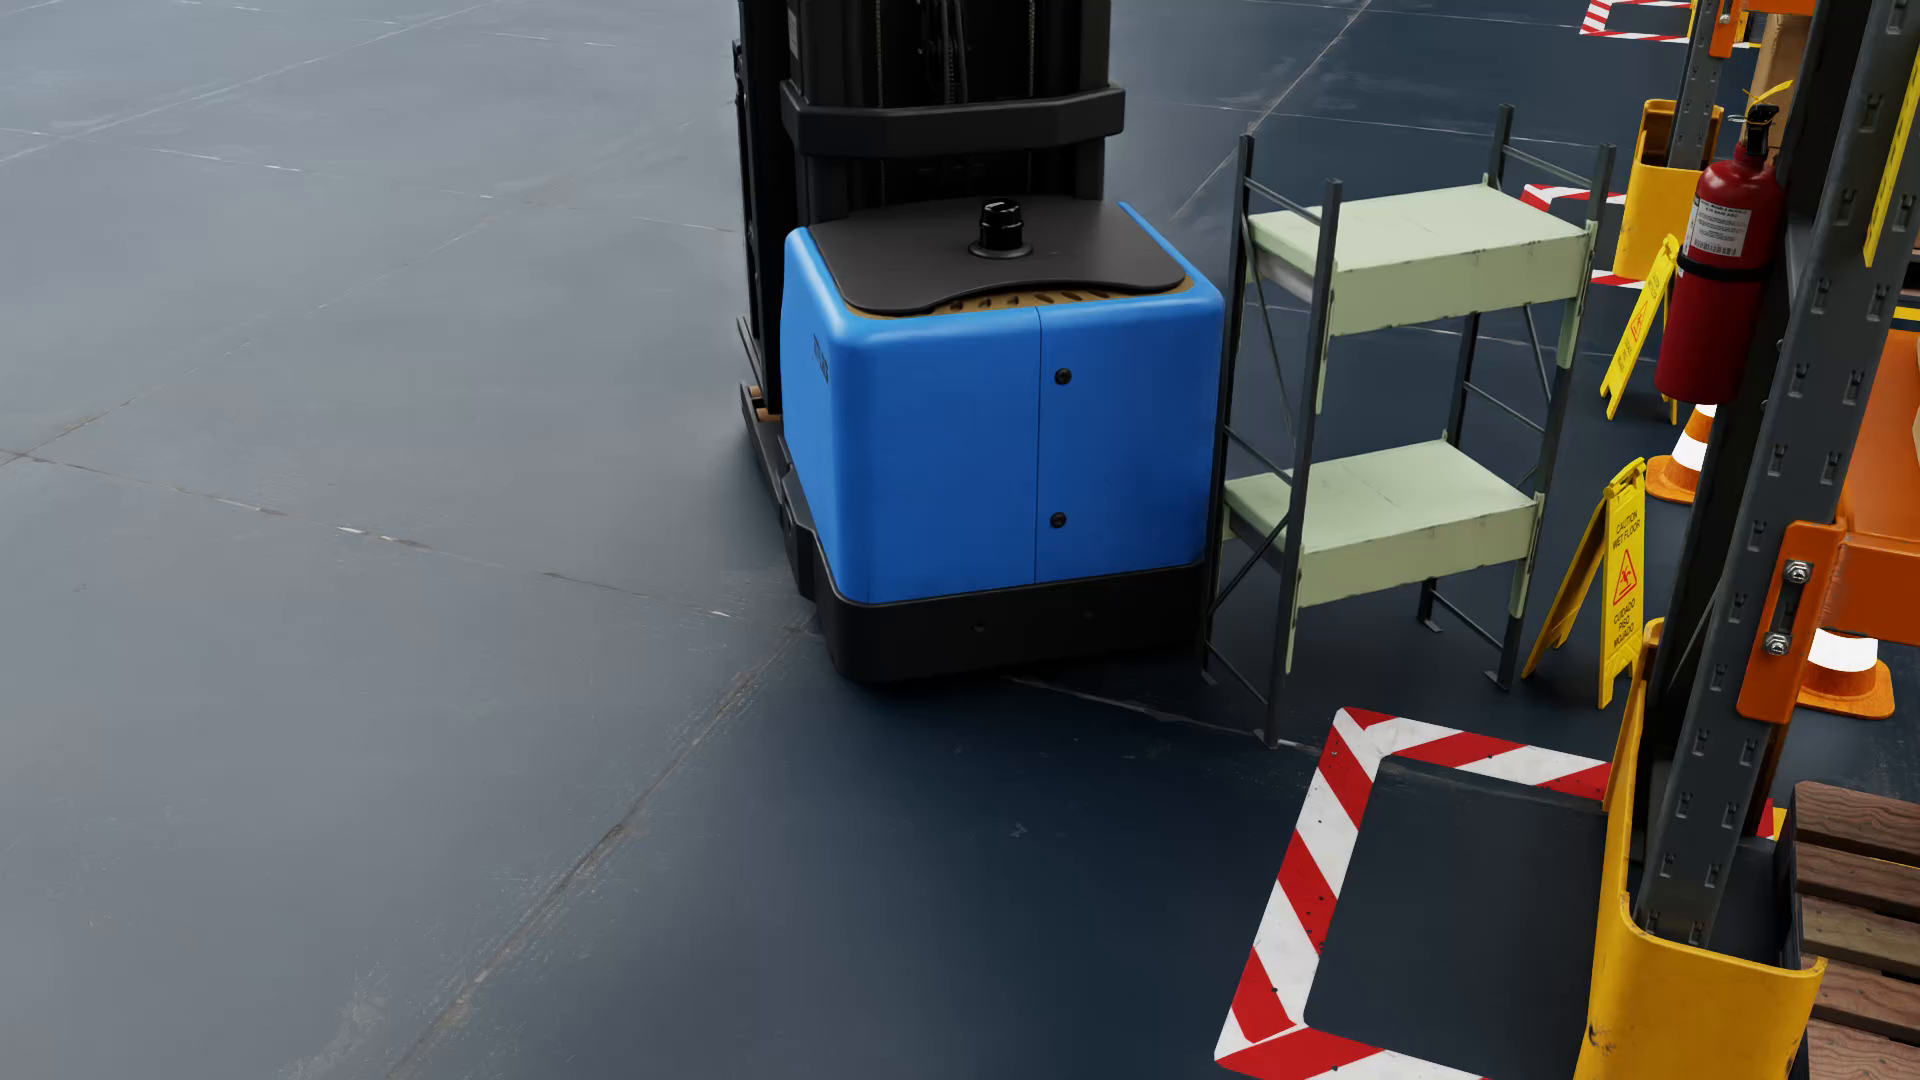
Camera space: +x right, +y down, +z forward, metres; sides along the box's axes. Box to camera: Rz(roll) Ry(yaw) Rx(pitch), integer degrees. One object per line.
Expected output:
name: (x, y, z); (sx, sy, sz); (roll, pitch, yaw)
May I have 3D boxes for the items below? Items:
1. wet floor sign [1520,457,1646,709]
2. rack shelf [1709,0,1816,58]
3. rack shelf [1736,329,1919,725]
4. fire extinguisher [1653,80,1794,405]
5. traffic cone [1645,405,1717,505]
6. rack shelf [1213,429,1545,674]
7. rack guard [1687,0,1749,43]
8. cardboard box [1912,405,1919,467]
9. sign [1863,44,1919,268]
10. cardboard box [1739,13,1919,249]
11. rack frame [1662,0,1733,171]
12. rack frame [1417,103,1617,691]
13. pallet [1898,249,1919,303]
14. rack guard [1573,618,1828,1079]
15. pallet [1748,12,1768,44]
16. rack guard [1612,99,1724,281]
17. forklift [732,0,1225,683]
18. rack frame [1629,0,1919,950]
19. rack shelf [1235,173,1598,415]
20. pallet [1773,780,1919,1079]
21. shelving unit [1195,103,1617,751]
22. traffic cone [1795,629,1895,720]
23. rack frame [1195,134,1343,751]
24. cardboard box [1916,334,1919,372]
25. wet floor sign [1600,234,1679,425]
wet floor sign: (1.718, 0.088, 4.438); (0.232, 0.644, 0.267); (24, 37, 36)
rack shelf: (5.112, -2.006, 6.482); (4.000, 0.370, 1.077); (11, 31, 19)
rack shelf: (3.345, 0.269, 2.456); (4.000, 0.370, 1.077); (11, 31, 19)
fire extinguisher: (1.559, -0.611, 3.362); (0.183, 0.674, 0.296); (11, 31, 19)
traffic cone: (2.477, -0.387, 5.464); (0.334, 0.463, 0.336); (11, 31, 19)
rack shelf: (1.075, 0.016, 4.360); (0.720, 0.370, 0.431); (-11, 31, -19)
rack guard: (5.288, -3.830, 11.518); (0.348, 0.500, 1.175); (11, 31, 19)
cardboard box: (1.729, -0.147, 2.717); (0.250, 0.149, 0.380); (11, 31, 19)
sign: (1.288, -0.543, 2.283); (0.005, 0.325, 0.100); (11, 31, 19)
cardboard box: (3.912, -1.852, 7.211); (0.875, 0.875, 0.875); (11, 31, 19)
rack frame: (3.259, -2.689, 6.960); (0.127, 3.000, 1.000); (11, 31, 19)
rack frame: (1.415, -0.334, 4.317); (0.023, 1.500, 0.400); (-11, 31, -19)
pallet: (4.029, -1.363, 7.447); (1.213, 0.211, 1.003); (11, 31, 19)
rack guard: (1.562, 0.688, 3.524); (0.348, 0.500, 1.175); (11, 31, 19)
pallet: (6.028, -3.538, 11.295); (1.213, 0.211, 1.003); (11, 31, 19)
rack guard: (3.237, -1.606, 7.583); (0.348, 0.500, 1.175); (11, 31, 19)
forklift: (-0.159, -1.606, 5.112); (1.130, 2.935, 3.031); (-7, 30, -12)
rack frame: (1.492, -0.414, 2.934); (0.127, 3.000, 1.000); (11, 31, 19)
rack shelf: (1.075, -0.607, 4.007); (0.720, 0.370, 0.431); (-11, 31, -19)
pallet: (2.302, 0.981, 3.300); (1.213, 0.211, 1.003); (11, 31, 19)
shelving unit: (1.075, -0.268, 4.200); (0.755, 1.500, 0.431); (-11, 31, -19)
traffic cone: (2.375, 0.182, 4.458); (0.334, 0.463, 0.336); (11, 31, 19)
rack frame: (0.735, -0.201, 4.082); (0.023, 1.500, 0.400); (-11, 31, -19)
cardboard box: (1.919, -0.333, 3.046); (0.250, 0.149, 0.380); (12, 32, 21)
wet floor sign: (2.488, -0.767, 5.951); (0.232, 0.644, 0.267); (6, 30, 11)
